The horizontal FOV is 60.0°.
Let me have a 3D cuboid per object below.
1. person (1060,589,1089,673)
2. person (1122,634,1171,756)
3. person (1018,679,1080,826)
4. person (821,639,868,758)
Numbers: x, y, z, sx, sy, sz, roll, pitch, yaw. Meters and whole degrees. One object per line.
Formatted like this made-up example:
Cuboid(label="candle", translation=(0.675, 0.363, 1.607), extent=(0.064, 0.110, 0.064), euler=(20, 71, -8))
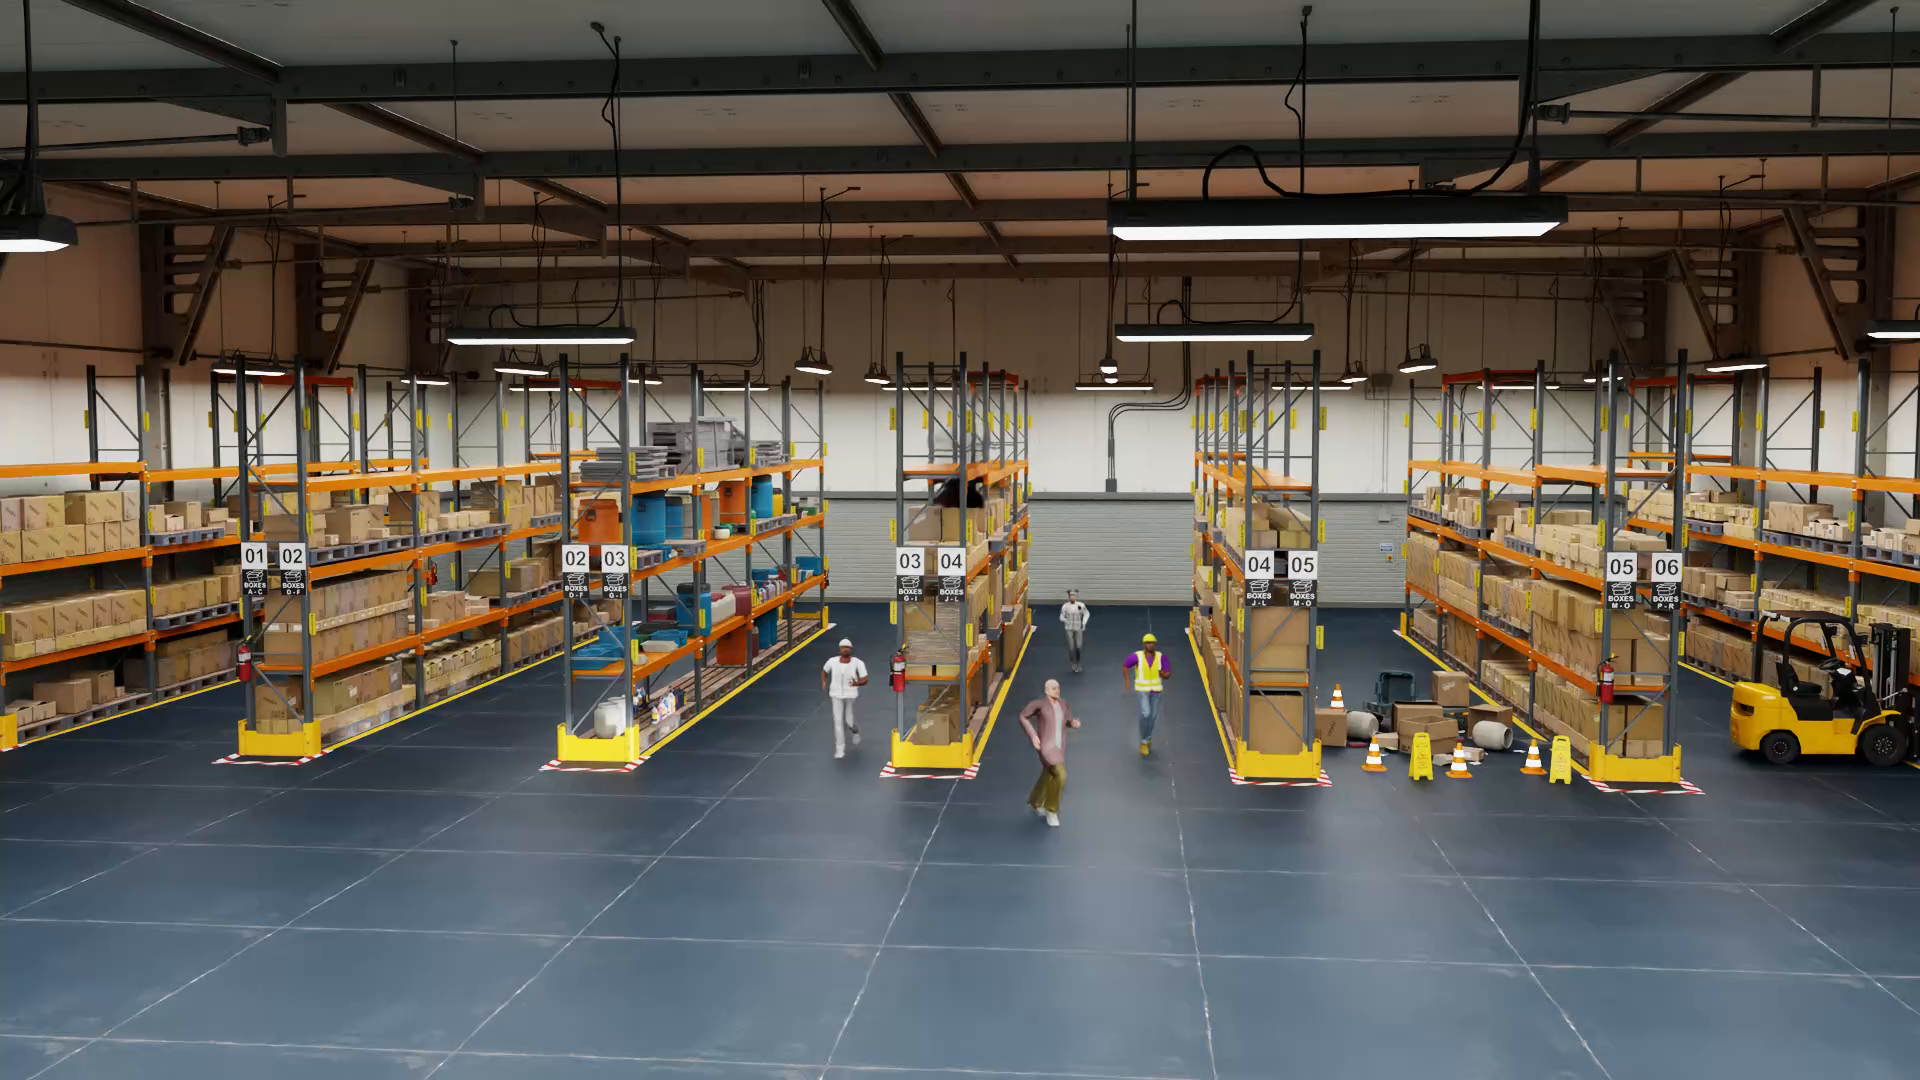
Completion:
Cuboid(label="person", translation=(2.280, 1.806, 33.202), extent=(0.588, 1.686, 0.653), euler=(1, 4, 7))
Cuboid(label="person", translation=(2.859, 2.331, 25.225), extent=(0.678, 1.831, 0.770), euler=(-1, 4, -11))
Cuboid(label="person", translation=(1.152, 2.656, 20.826), extent=(0.666, 1.847, 0.825), euler=(-4, 6, -44))
Cuboid(label="person", translation=(-1.753, 2.359, 24.963), extent=(0.715, 1.714, 0.958), euler=(0, 4, 2))
